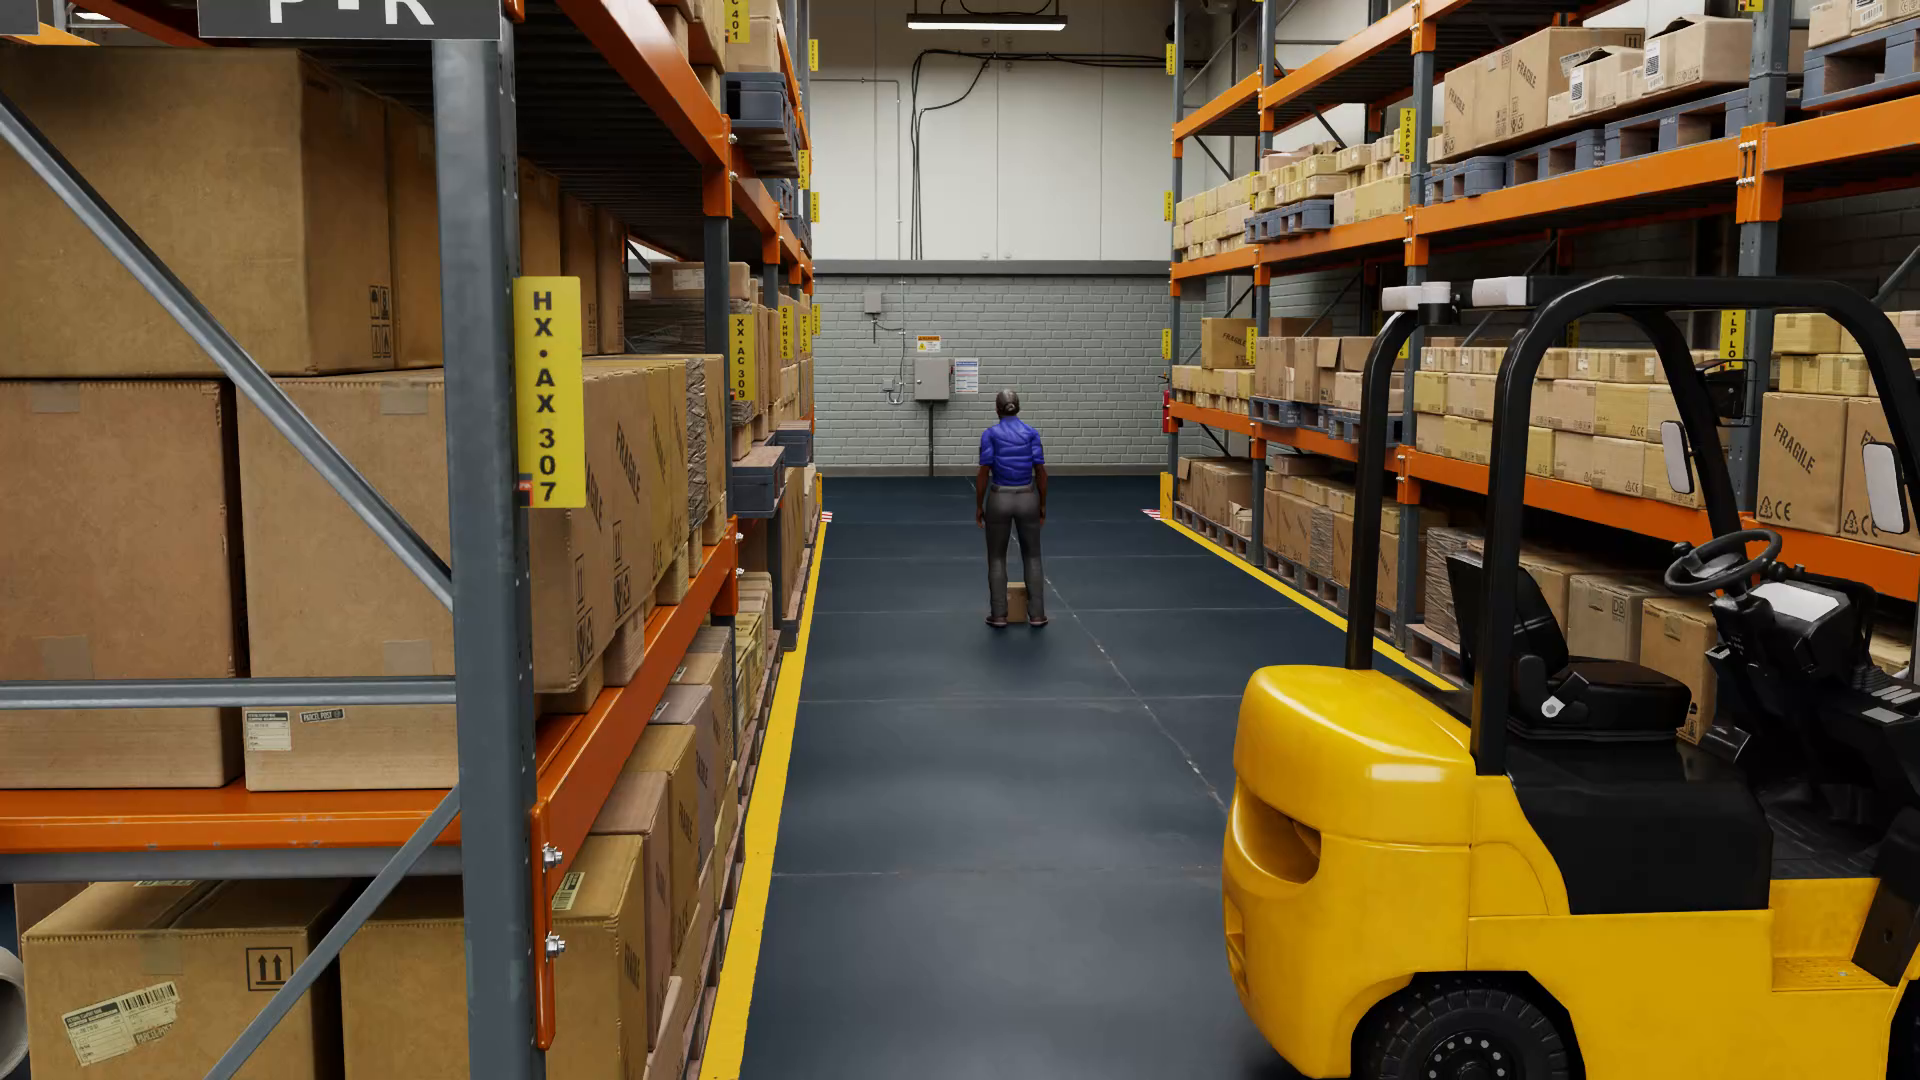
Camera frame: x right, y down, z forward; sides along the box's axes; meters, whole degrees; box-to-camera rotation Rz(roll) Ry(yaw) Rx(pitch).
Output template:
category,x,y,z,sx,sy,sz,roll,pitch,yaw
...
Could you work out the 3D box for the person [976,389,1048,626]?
category,x,y,z,sx,sy,sz,roll,pitch,yaw
person,0.371,-0.223,11.598,0.532,1.655,0.349,-1,7,-7
